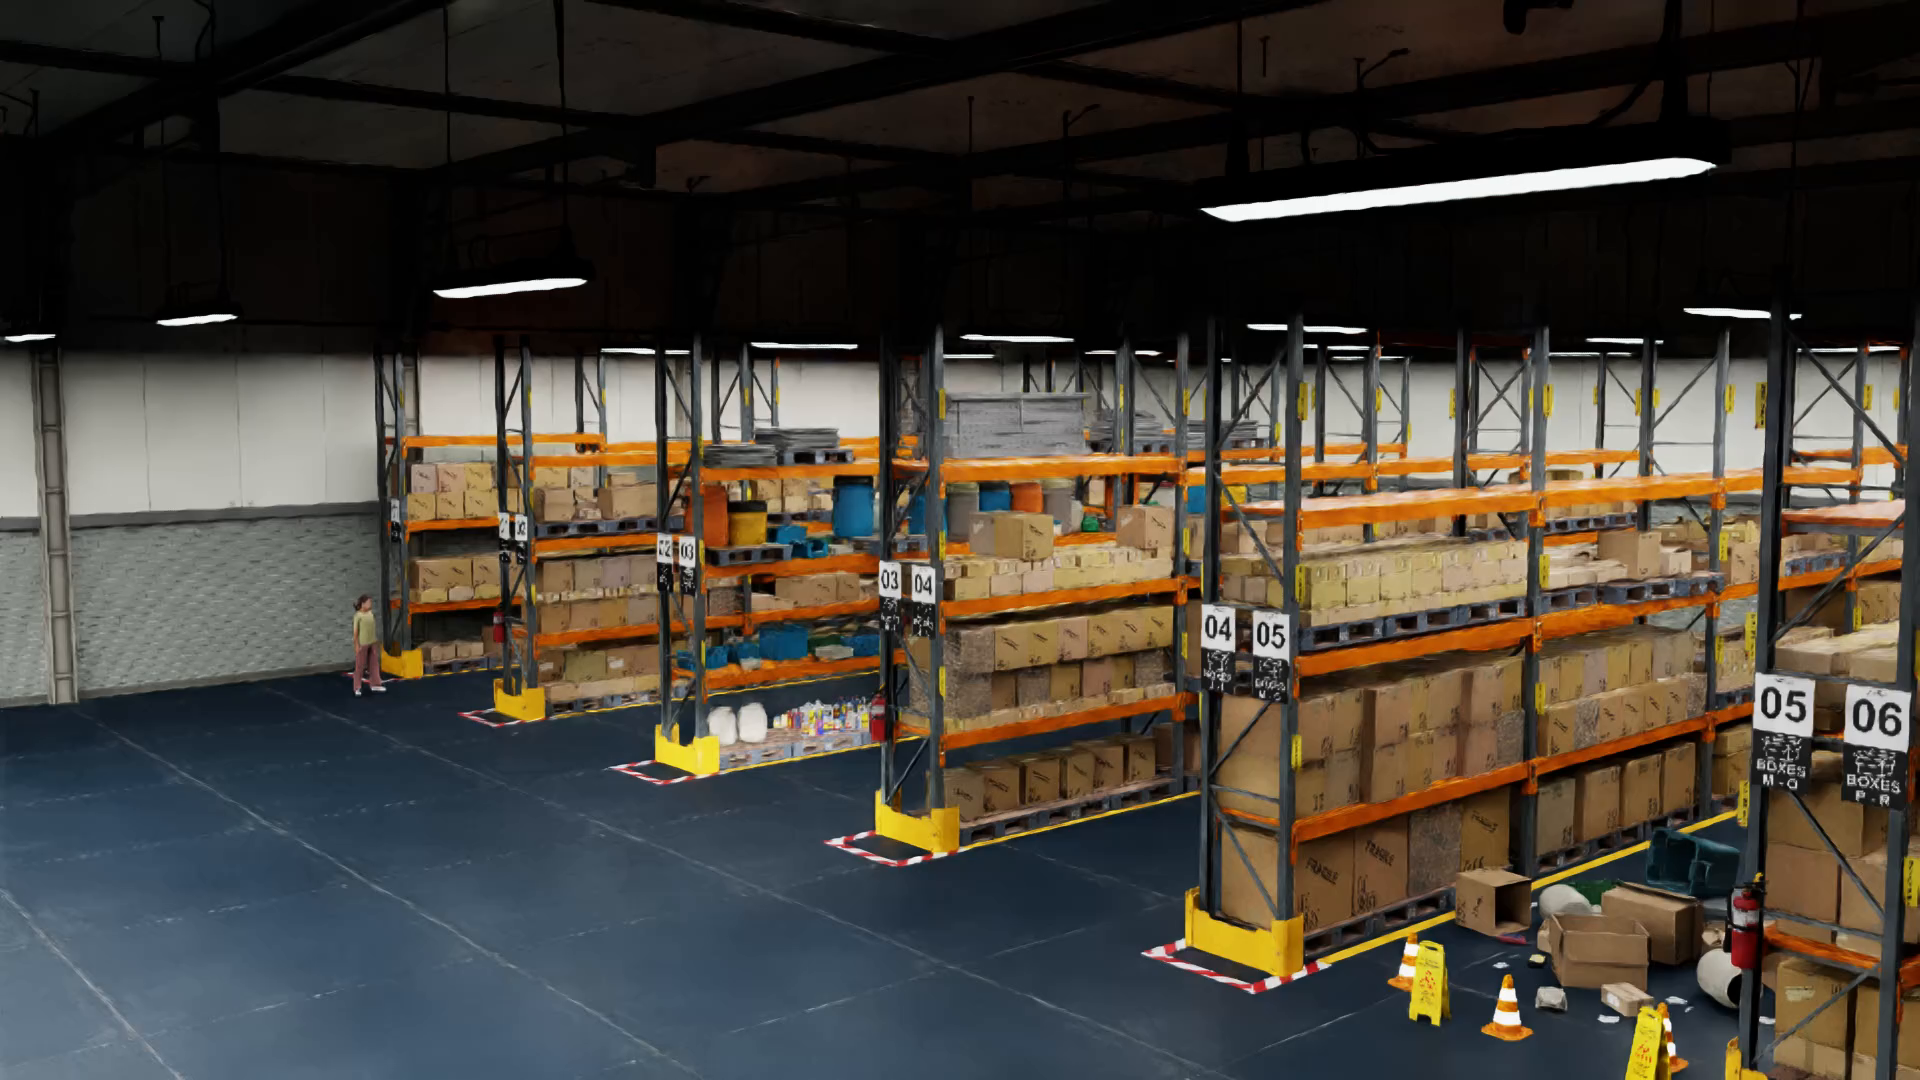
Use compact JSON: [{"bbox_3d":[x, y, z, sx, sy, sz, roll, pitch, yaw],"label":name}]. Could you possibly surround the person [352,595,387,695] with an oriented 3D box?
[{"bbox_3d":[-10.004,1.767,28.075,0.454,1.663,0.539,2,6,22],"label":"person"}]
